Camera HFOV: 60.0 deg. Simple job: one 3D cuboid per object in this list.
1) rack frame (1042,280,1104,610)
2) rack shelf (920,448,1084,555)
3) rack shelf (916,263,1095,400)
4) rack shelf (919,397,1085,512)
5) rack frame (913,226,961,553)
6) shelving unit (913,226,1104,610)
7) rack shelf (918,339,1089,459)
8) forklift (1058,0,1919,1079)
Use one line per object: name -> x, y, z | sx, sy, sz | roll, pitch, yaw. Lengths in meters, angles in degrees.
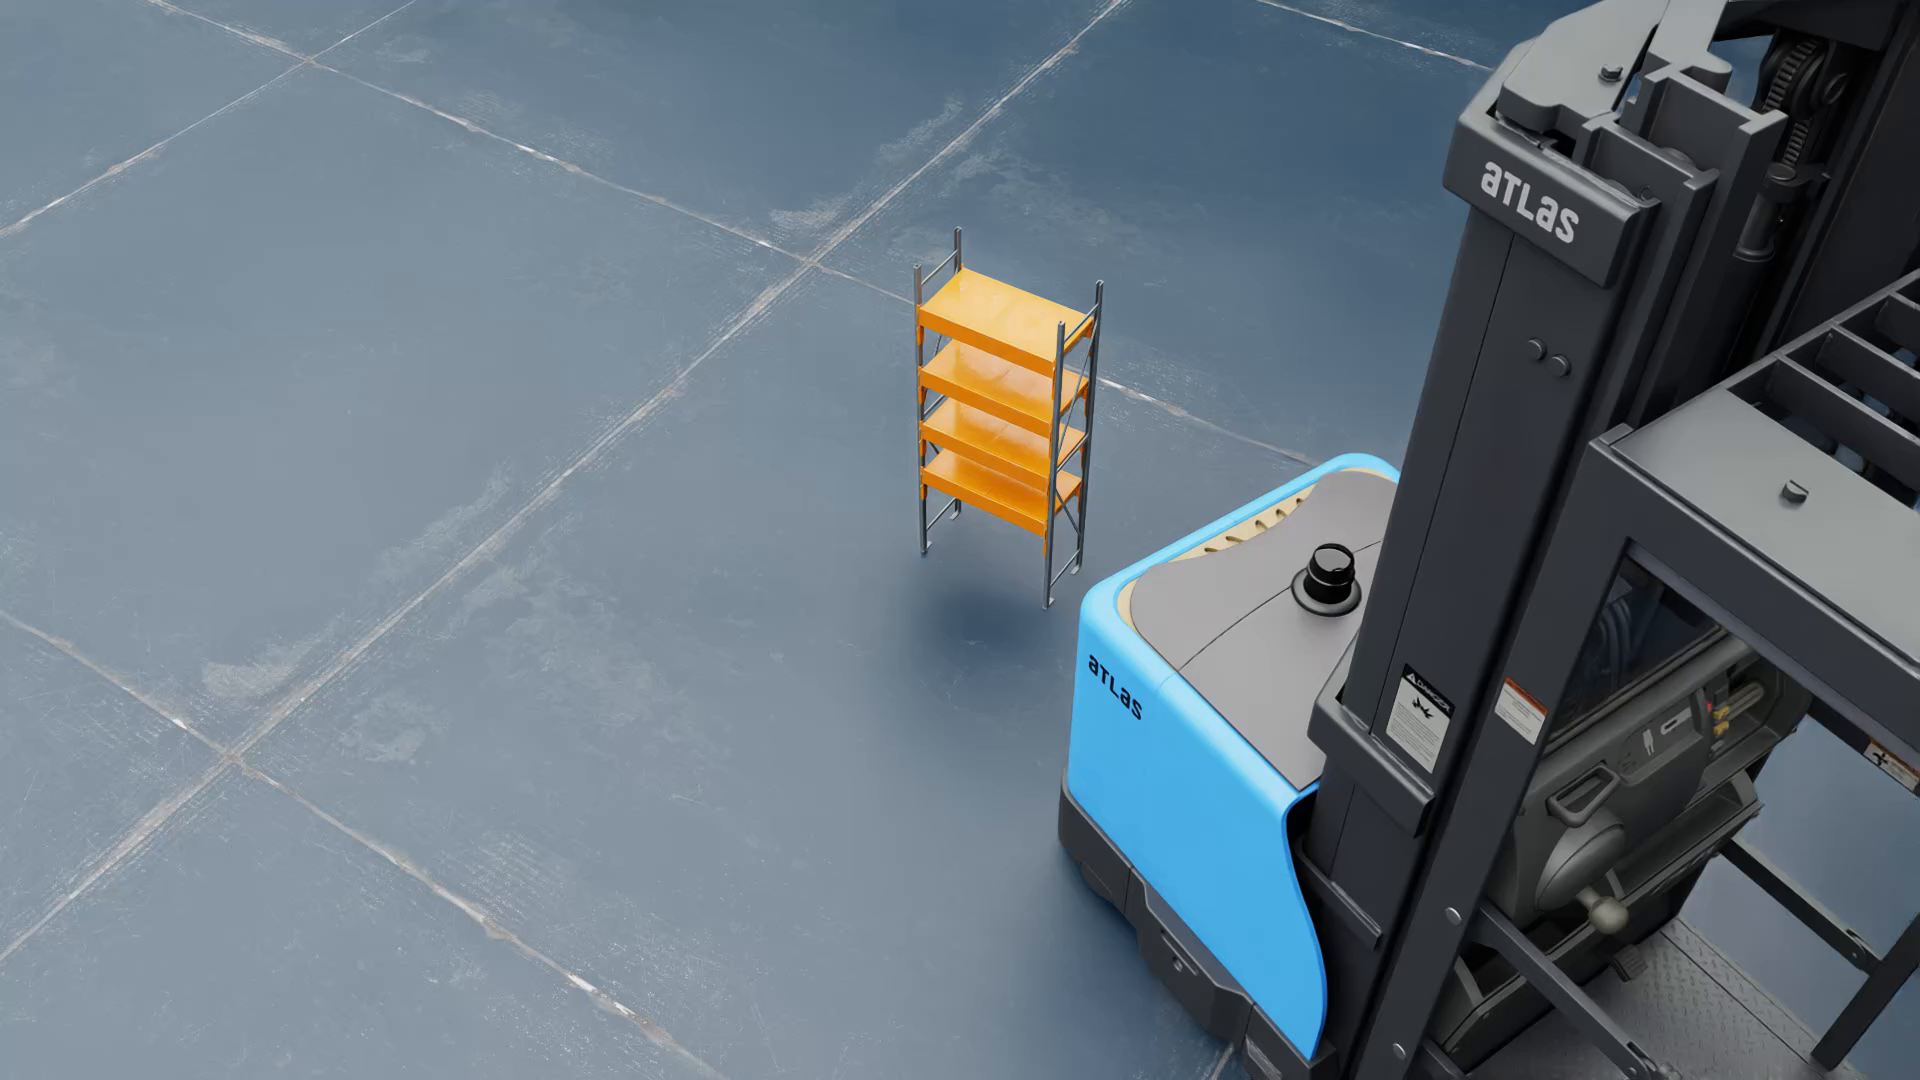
rack frame -> 0.345, -0.260, 5.166 | 0.015, 1.200, 0.240 | 25, 51, 22
rack shelf -> 0.139, -0.169, 5.448 | 0.480, 0.148, 0.258 | 25, 51, 22
rack shelf -> 0.139, -0.628, 4.976 | 0.480, 0.148, 0.258 | 25, 51, 22
rack shelf -> 0.139, -0.307, 5.306 | 0.480, 0.148, 0.258 | 25, 51, 22
rack frame -> -0.066, -0.449, 5.349 | 0.015, 1.200, 0.240 | 25, 51, 22
shelving unit -> 0.139, -0.354, 5.257 | 0.503, 1.200, 0.258 | 25, 51, 22
rack shelf -> 0.139, -0.463, 5.145 | 0.480, 0.148, 0.258 | 25, 51, 22
forklift -> 1.534, 0.533, 3.188 | 1.130, 2.935, 3.031 | -26, 51, -23
